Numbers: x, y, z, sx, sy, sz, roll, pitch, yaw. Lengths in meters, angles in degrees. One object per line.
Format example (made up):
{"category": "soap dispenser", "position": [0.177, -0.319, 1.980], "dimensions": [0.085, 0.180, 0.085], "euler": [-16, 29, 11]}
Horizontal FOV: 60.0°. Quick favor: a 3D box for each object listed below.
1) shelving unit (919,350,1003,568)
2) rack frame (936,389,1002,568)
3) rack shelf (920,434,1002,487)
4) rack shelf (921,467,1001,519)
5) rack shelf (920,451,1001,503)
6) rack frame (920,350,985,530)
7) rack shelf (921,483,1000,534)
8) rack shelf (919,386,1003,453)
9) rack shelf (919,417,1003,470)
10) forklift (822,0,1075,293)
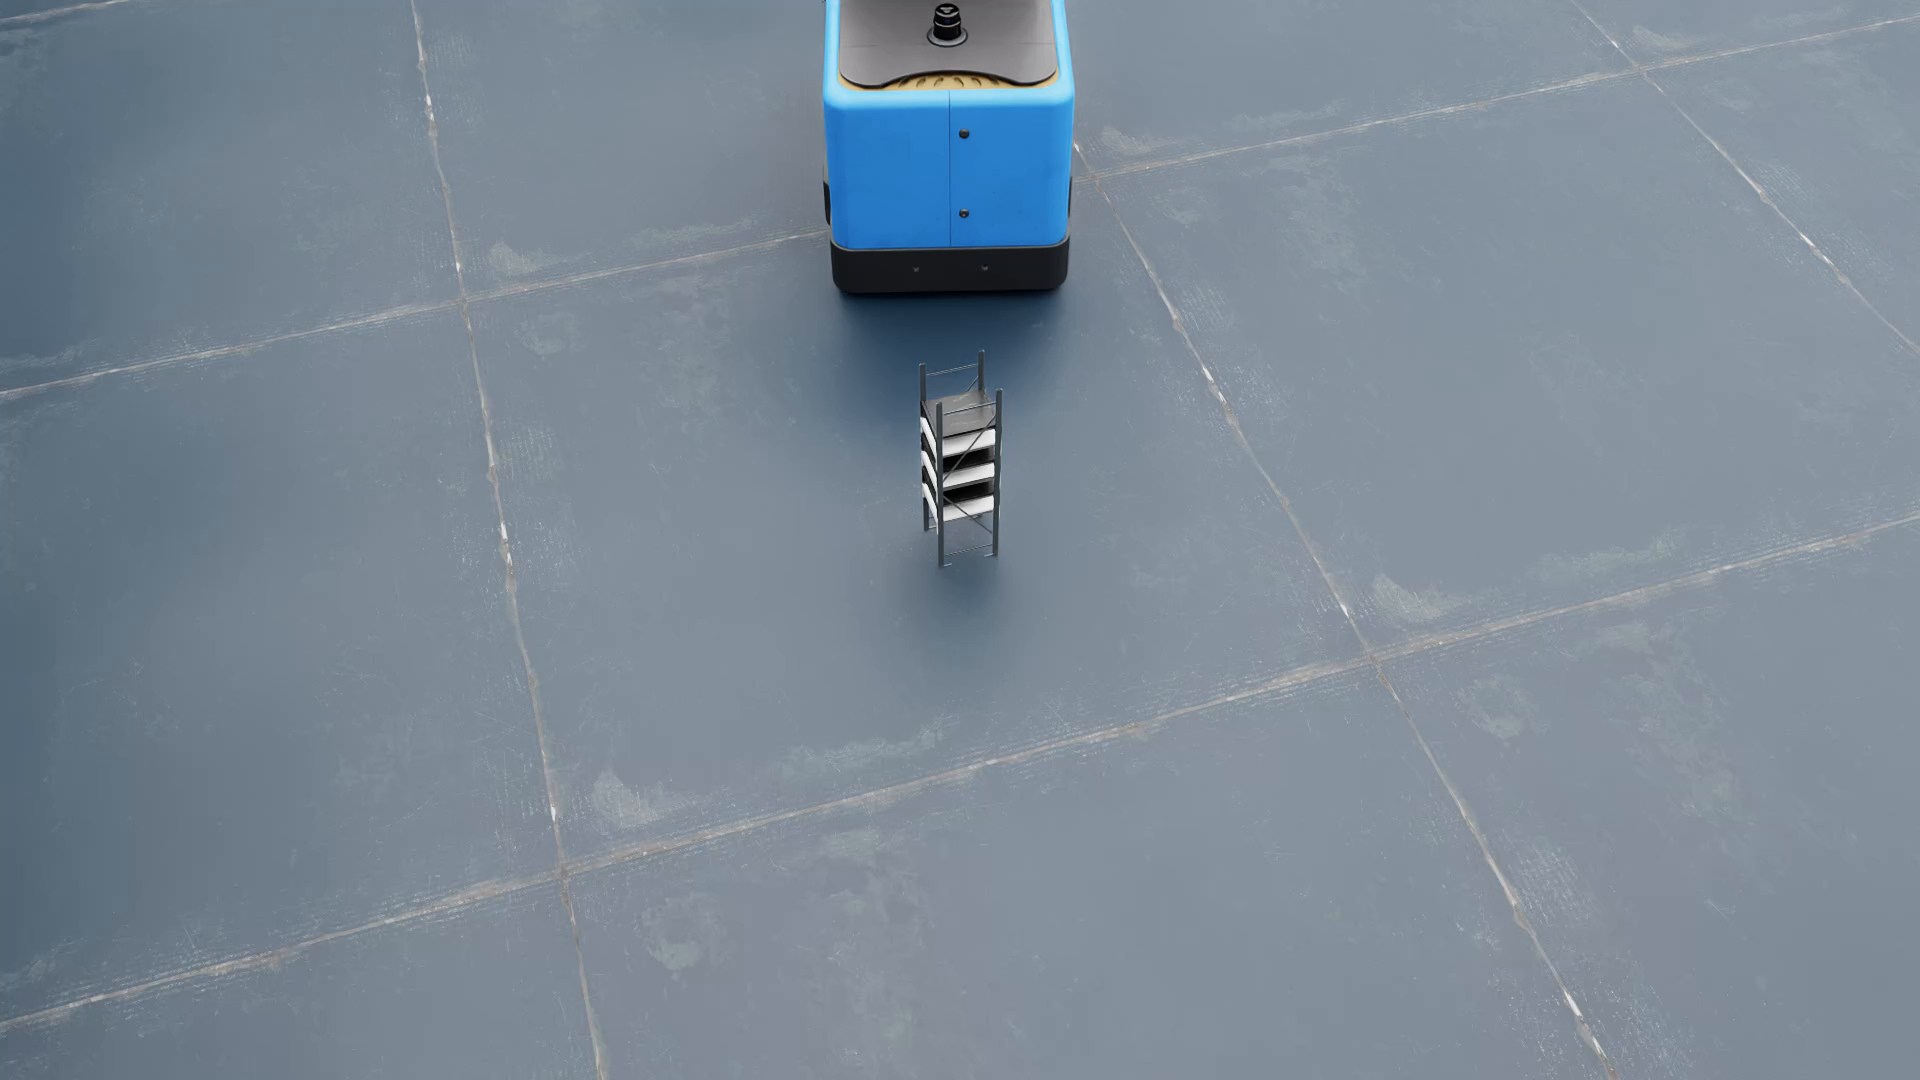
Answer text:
{"category": "shelving unit", "position": [0.002, -0.284, 6.191], "dimensions": [0.258, 0.900, 0.210], "euler": [-13, 51, -11]}
{"category": "rack frame", "position": [0.032, -0.210, 6.128], "dimensions": [0.240, 0.900, 0.006], "euler": [-13, 51, -11]}
{"category": "rack shelf", "position": [0.002, -0.321, 6.147], "dimensions": [0.258, 0.077, 0.200], "euler": [-13, 51, -11]}
{"category": "rack shelf", "position": [0.002, -0.205, 6.285], "dimensions": [0.258, 0.077, 0.200], "euler": [-13, 51, -11]}
{"category": "rack shelf", "position": [0.002, -0.263, 6.216], "dimensions": [0.258, 0.077, 0.200], "euler": [-13, 51, -11]}
{"category": "rack frame", "position": [-0.028, -0.358, 6.253], "dimensions": [0.240, 0.900, 0.006], "euler": [-13, 51, -11]}
{"category": "rack shelf", "position": [0.002, -0.147, 6.354], "dimensions": [0.258, 0.077, 0.200], "euler": [-13, 51, -11]}
{"category": "rack shelf", "position": [0.002, -0.437, 6.010], "dimensions": [0.258, 0.077, 0.200], "euler": [-13, 51, -11]}
{"category": "rack shelf", "position": [0.002, -0.379, 6.078], "dimensions": [0.258, 0.077, 0.200], "euler": [-13, 51, -11]}
{"category": "forklift", "position": [-0.085, -3.159, 7.286], "dimensions": [1.130, 2.935, 3.031], "euler": [-1, 50, -1]}
